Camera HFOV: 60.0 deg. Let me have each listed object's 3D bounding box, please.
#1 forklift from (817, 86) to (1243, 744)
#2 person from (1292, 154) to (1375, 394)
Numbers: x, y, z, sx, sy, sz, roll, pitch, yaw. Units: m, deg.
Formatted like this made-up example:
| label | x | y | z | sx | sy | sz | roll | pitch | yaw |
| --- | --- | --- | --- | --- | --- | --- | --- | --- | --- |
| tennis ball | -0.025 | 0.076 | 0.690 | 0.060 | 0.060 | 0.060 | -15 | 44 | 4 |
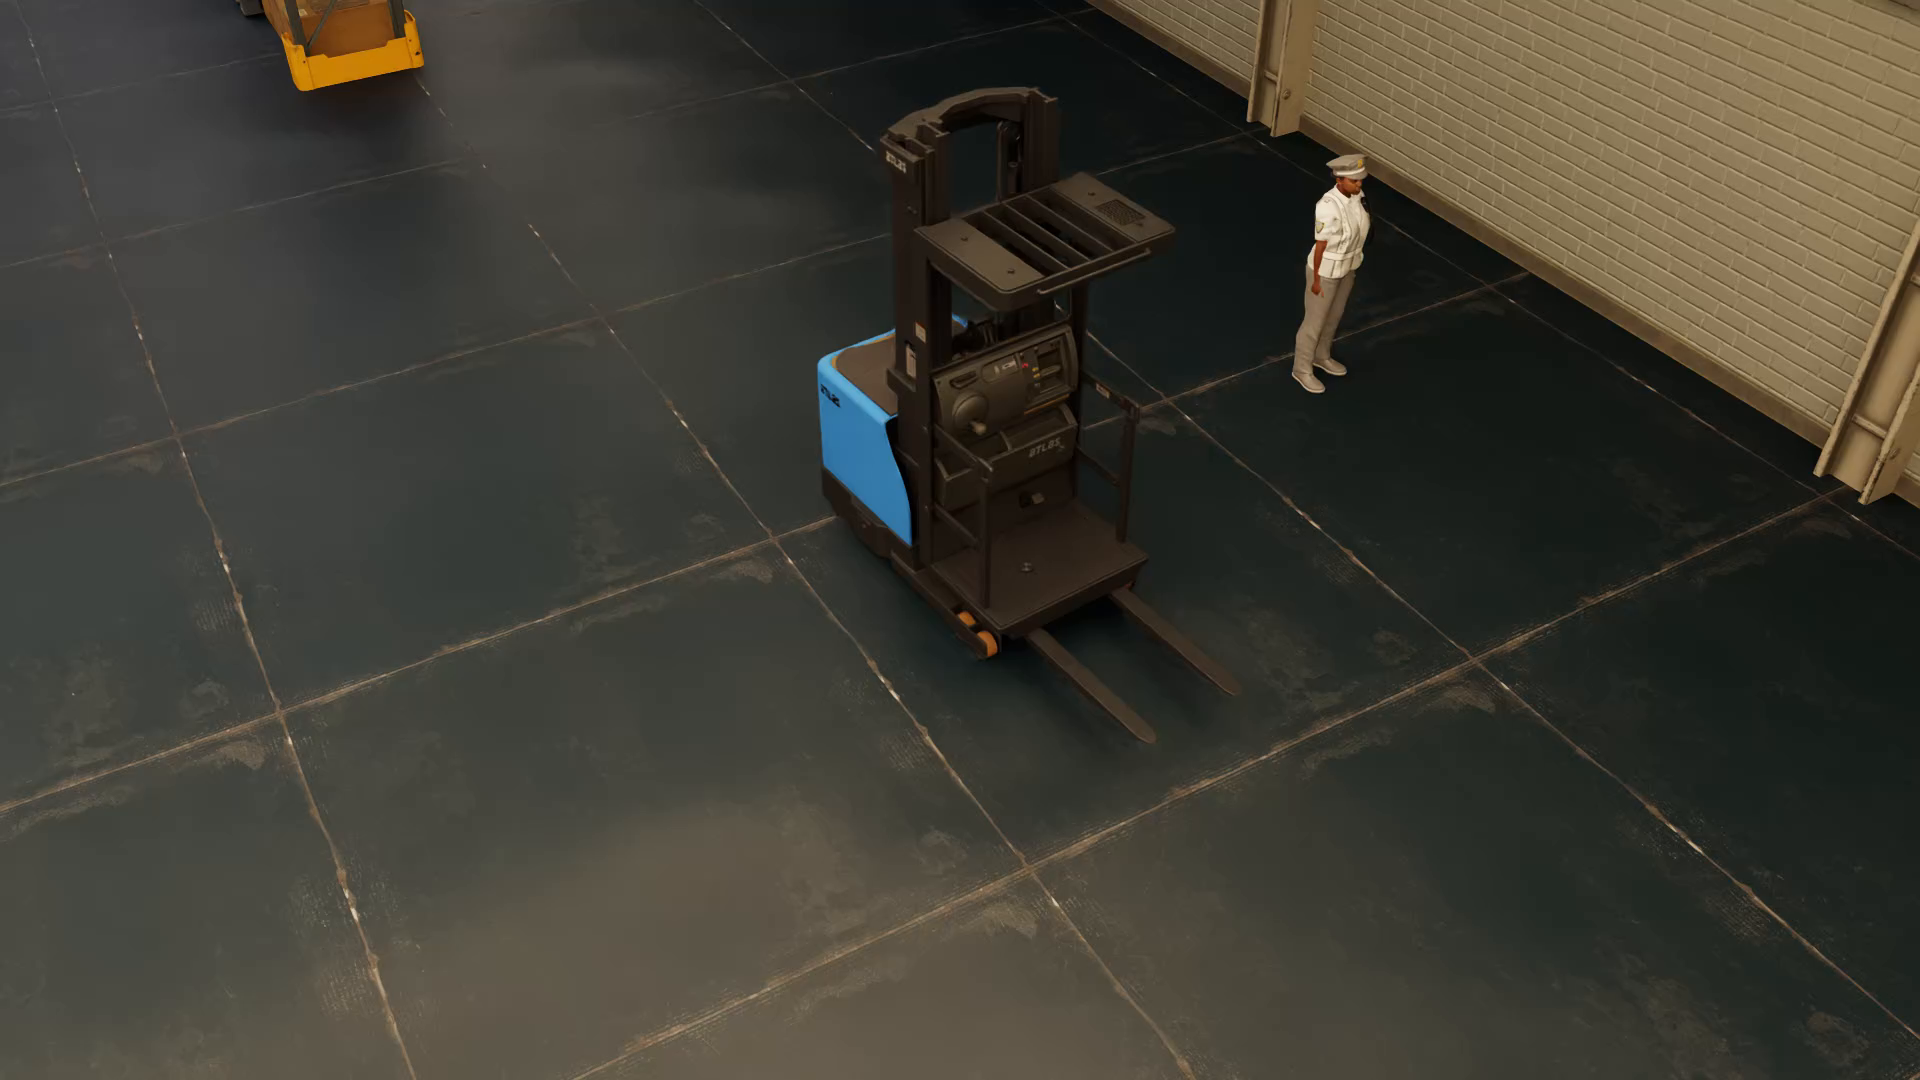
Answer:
| label | x | y | z | sx | sy | sz | roll | pitch | yaw |
| --- | --- | --- | --- | --- | --- | --- | --- | --- | --- |
| forklift | 0.385 | -0.802 | 9.003 | 1.130 | 2.935 | 3.031 | -24 | 45 | -26 |
| person | 2.520 | -1.821 | 11.206 | 0.345 | 1.693 | 0.448 | 32 | 49 | 32 |
